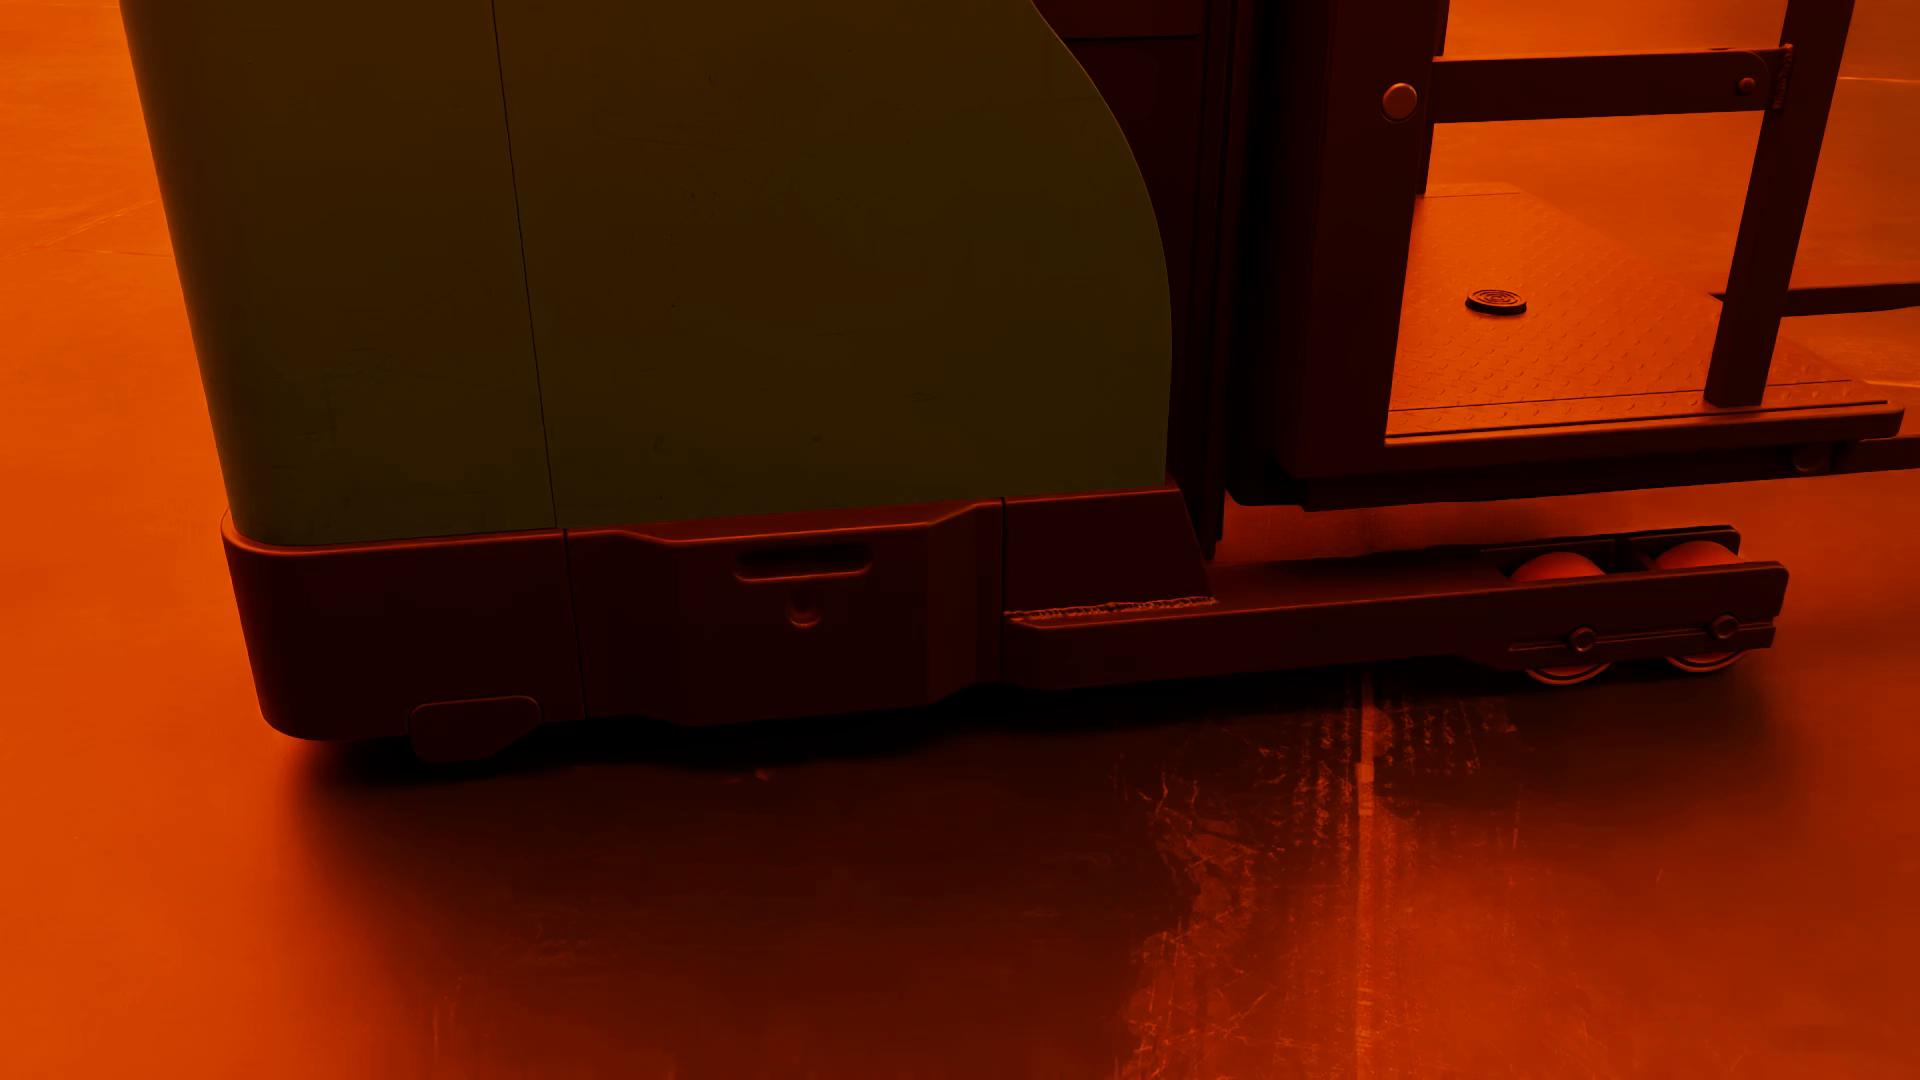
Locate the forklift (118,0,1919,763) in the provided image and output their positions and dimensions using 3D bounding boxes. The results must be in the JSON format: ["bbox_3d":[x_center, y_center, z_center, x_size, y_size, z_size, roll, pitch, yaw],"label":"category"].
[{"bbox_3d":[0.600,-1.354,1.930,3.031,2.935,1.130,-4,27,-9],"label":"forklift"}]
